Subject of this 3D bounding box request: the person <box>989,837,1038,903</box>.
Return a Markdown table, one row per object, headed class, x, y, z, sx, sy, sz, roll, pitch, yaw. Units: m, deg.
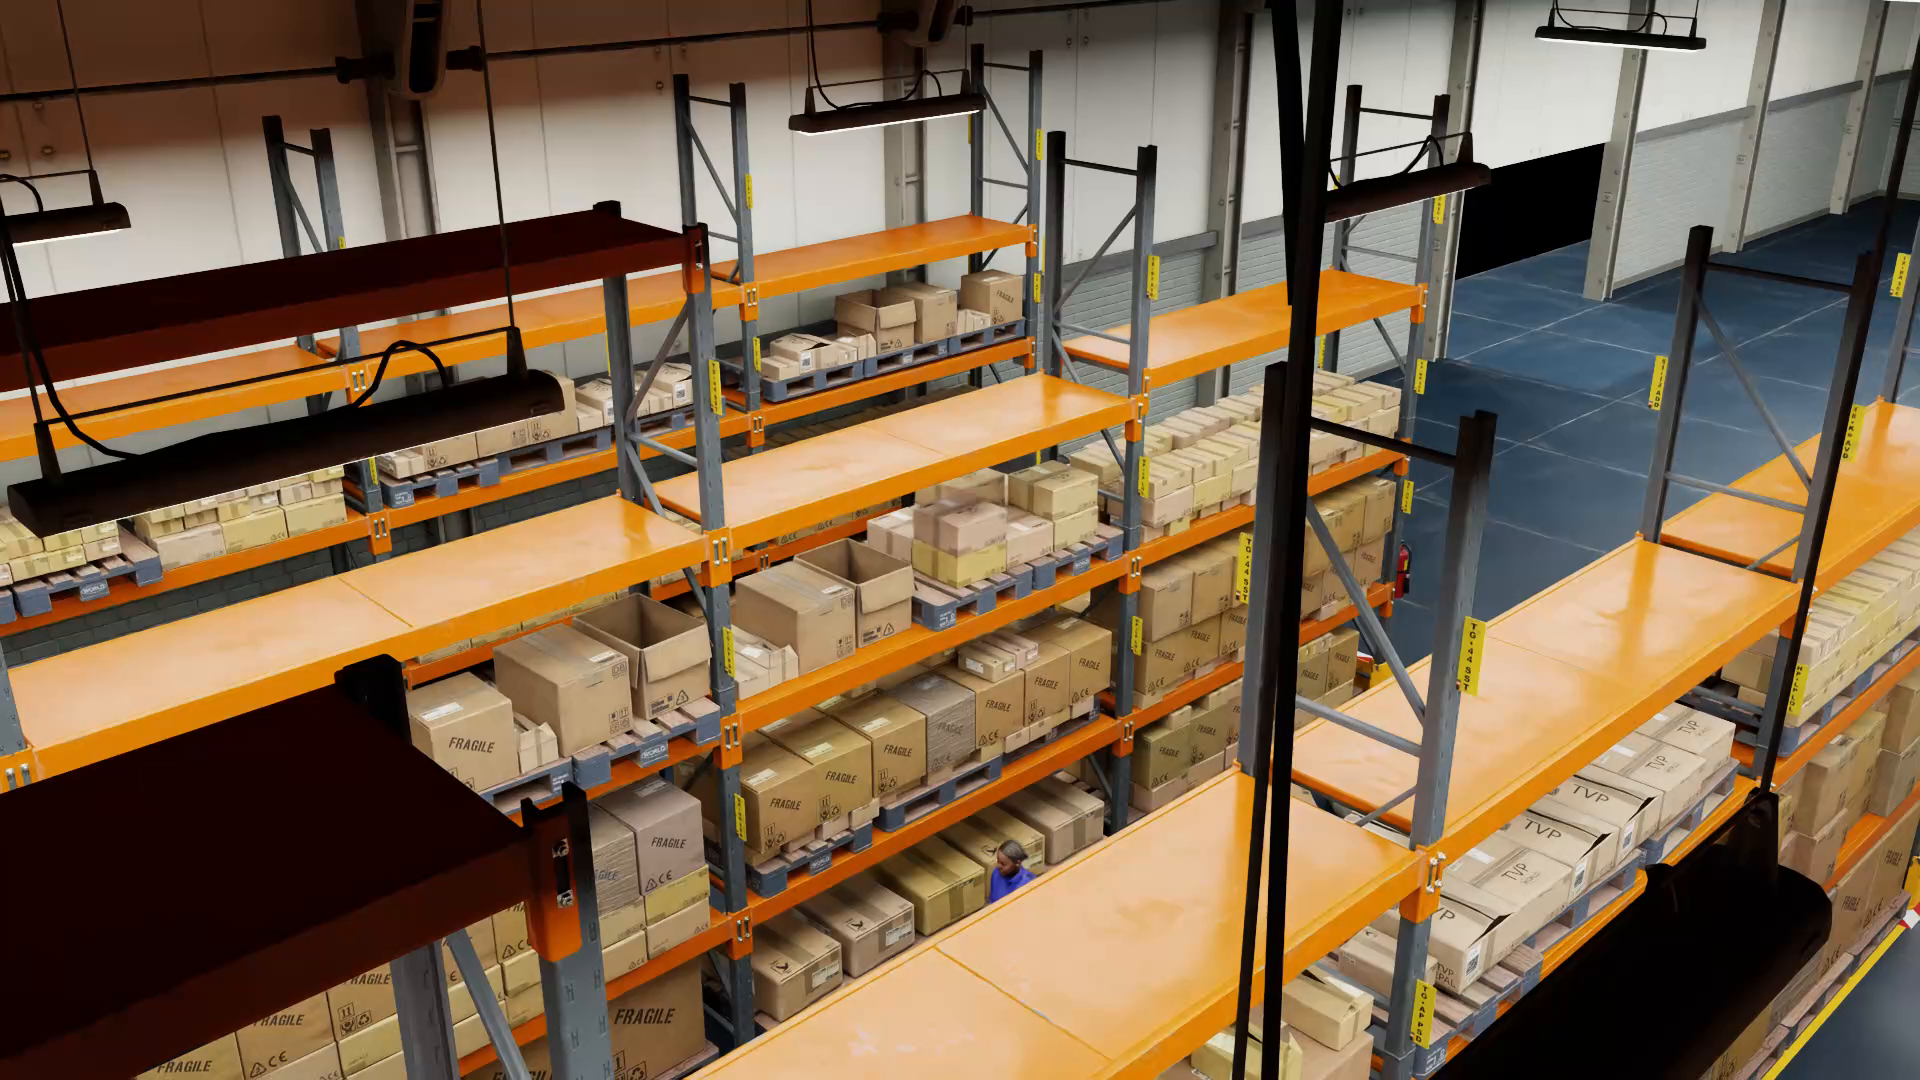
| class | x | y | z | sx | sy | sz | roll | pitch | yaw |
| --- | --- | --- | --- | --- | --- | --- | --- | --- | --- |
| person | 0.418 | 2.850 | 11.773 | 0.403 | 1.661 | 0.522 | -19 | 29 | -38 |
